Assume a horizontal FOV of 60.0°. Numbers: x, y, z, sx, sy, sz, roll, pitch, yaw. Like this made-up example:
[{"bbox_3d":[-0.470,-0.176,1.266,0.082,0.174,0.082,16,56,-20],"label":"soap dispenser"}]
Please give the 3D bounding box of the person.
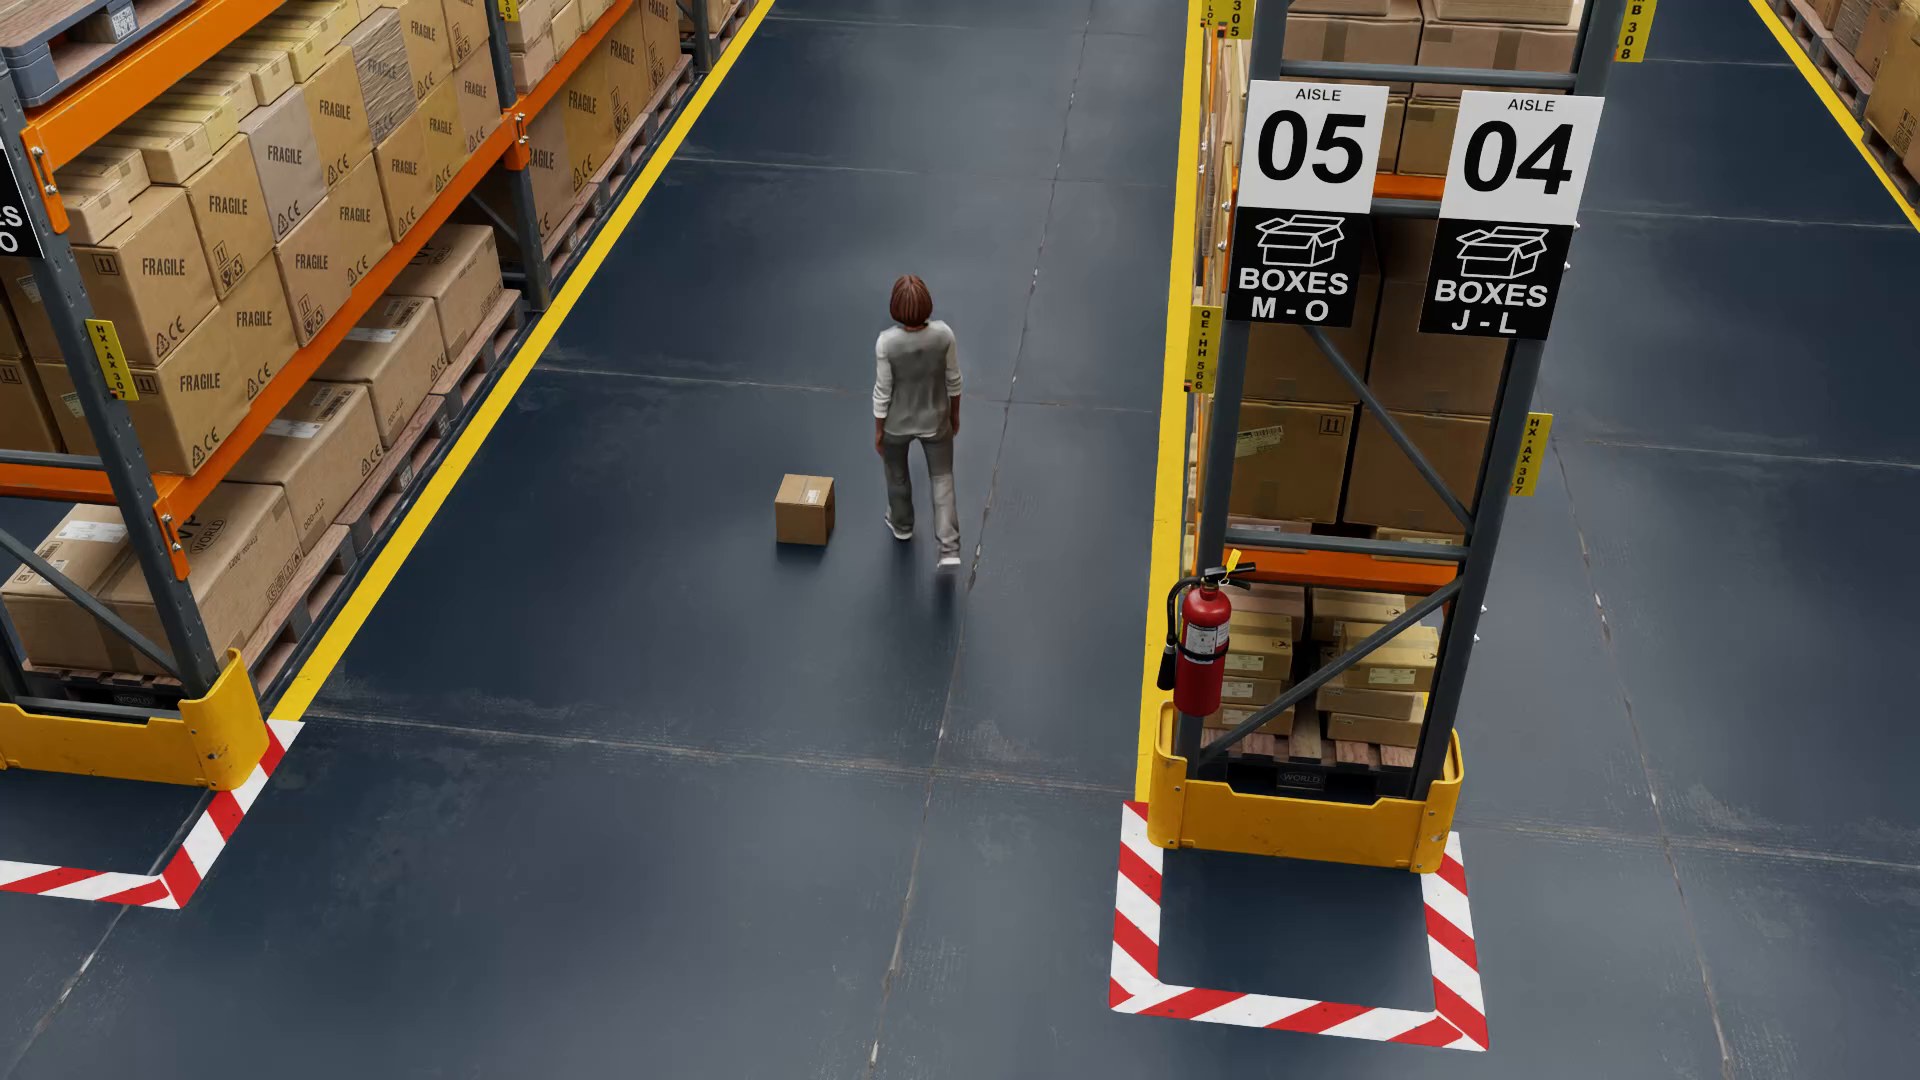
[{"bbox_3d":[-0.202,-0.557,7.780,0.425,1.568,0.782,-7,37,-9],"label":"person"}]
